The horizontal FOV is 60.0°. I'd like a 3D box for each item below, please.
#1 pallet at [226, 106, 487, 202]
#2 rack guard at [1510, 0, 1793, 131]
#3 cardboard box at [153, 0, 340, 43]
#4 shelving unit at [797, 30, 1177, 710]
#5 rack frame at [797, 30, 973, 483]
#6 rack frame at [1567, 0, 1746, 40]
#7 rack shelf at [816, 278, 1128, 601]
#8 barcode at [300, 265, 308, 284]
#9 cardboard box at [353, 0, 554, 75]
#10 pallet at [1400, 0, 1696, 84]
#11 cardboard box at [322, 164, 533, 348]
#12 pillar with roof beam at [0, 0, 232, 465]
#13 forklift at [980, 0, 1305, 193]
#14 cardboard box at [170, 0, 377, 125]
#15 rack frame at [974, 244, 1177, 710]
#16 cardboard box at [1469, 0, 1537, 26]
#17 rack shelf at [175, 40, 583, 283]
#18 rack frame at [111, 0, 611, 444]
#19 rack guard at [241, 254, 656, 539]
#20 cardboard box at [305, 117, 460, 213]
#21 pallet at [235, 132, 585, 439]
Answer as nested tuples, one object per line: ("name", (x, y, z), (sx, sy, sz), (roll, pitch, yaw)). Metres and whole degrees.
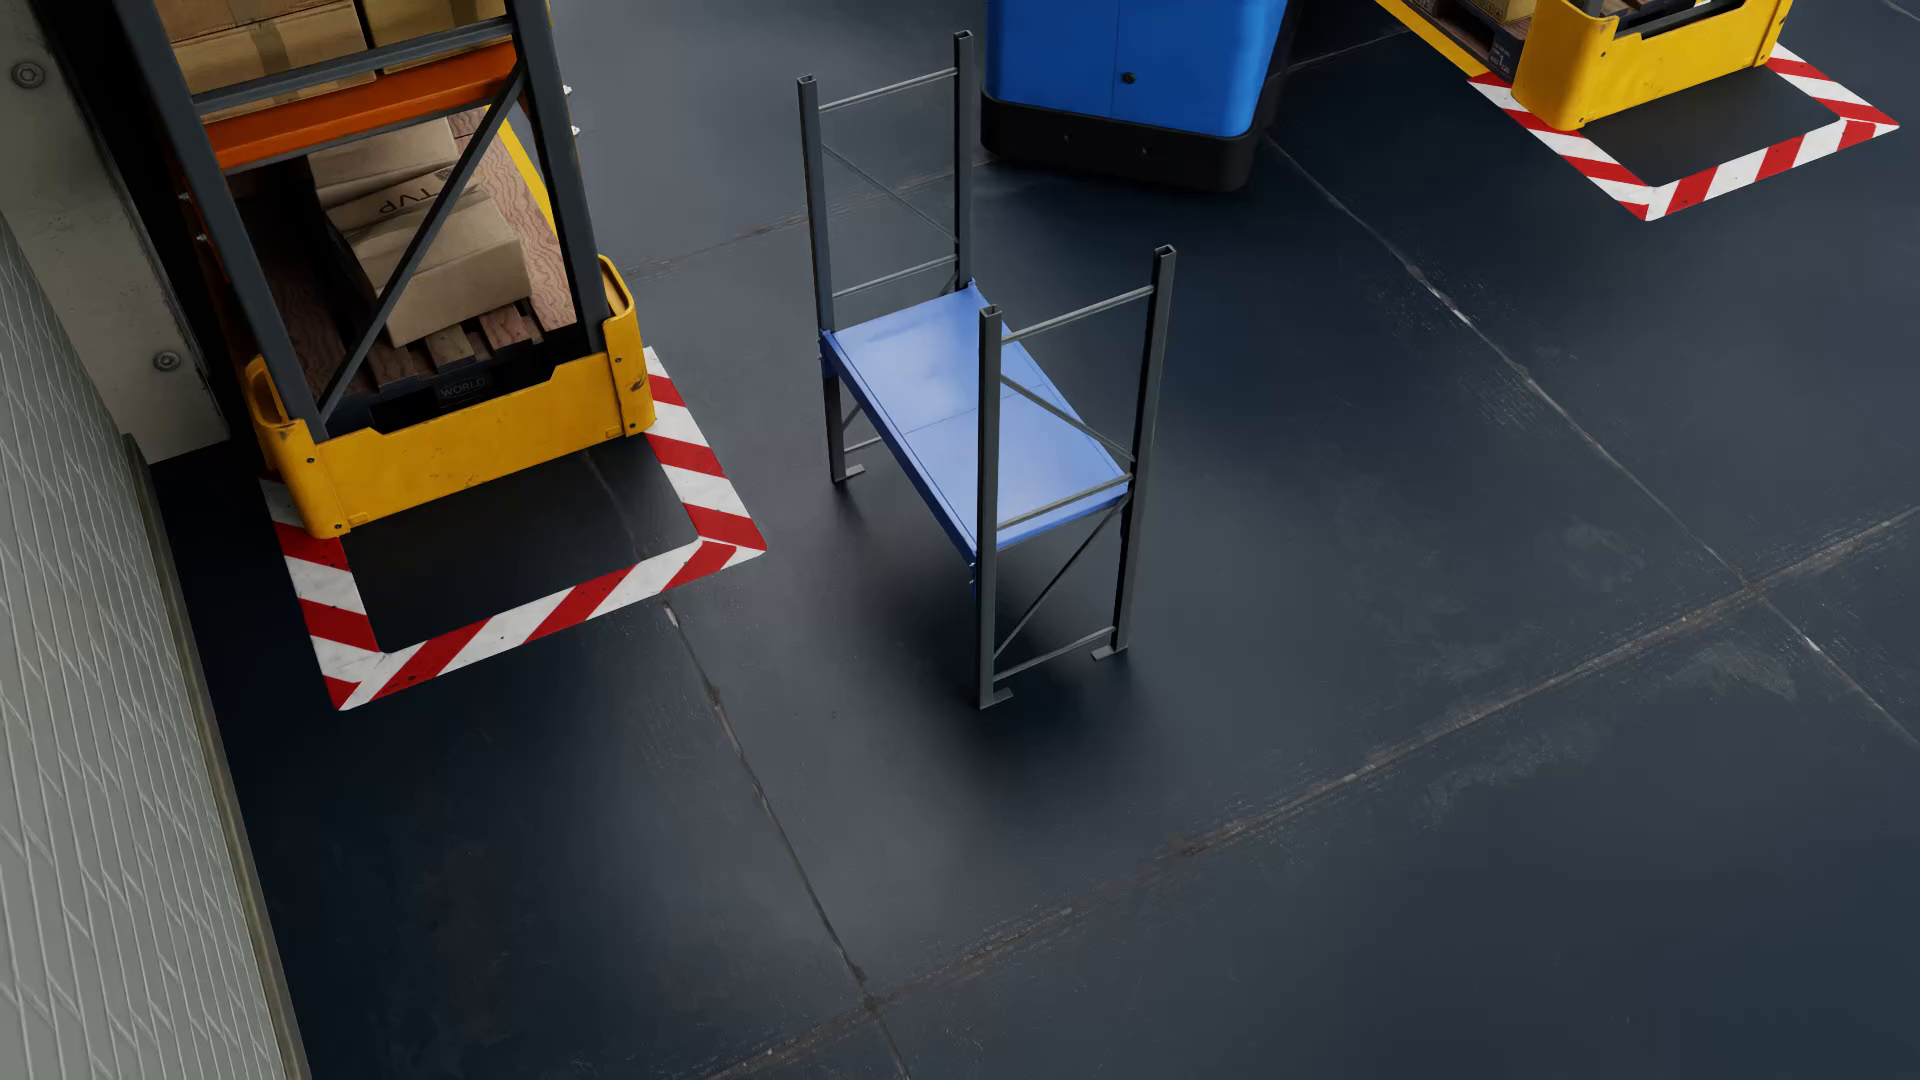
("pallet", (-2.497, -1.742, 6.633), (1.003, 0.211, 1.213), (-21, 52, -18))
("rack guard", (2.847, -2.107, 6.761), (1.175, 0.500, 0.348), (-21, 52, -18))
("cardboard box", (-1.972, -1.684, 4.318), (0.500, 0.500, 0.500), (-22, 52, -18))
("shelving unit", (0.039, -0.437, 4.636), (0.538, 1.500, 1.048), (-21, 52, -18))
("rack frame", (-0.194, -0.777, 4.933), (0.500, 1.500, 0.032), (-21, 52, -18))
("rack frame", (2.836, -2.946, 5.834), (1.000, 3.000, 0.127), (-21, 52, -18))
("rack shelf", (0.039, -0.318, 4.771), (0.538, 0.185, 1.000), (-21, 52, -18))
("barcode", (-2.168, -0.869, 5.505), (0.001, 0.075, 0.075), (-21, 52, -18))
("cardboard box", (-1.508, -1.631, 4.770), (0.500, 0.250, 0.500), (-23, 53, -19))
("pallet", (2.448, -2.526, 7.319), (1.003, 0.211, 1.213), (-21, 52, -18))
("cardboard box", (-1.804, -0.991, 5.618), (0.500, 0.311, 0.500), (-27, 54, -21))
("pillar with roof beam", (1.171, -4.866, 3.528), (9.100, 9.000, 0.400), (-21, 52, -18))
("forklift", (0.979, -3.420, 6.294), (1.130, 2.935, 3.031), (12, 50, 11))
("cardboard box", (-1.954, -1.441, 4.604), (0.500, 0.250, 0.500), (-20, 52, -17))
("rack frame", (0.272, -0.096, 4.338), (0.500, 1.500, 0.032), (-21, 52, -18))
("cardboard box", (2.327, -2.437, 6.936), (0.500, 0.250, 0.500), (-21, 52, -18))
("rack shelf", (-2.483, -2.339, 5.781), (1.077, 0.370, 4.000), (-21, 52, -18))
("rack frame", (-1.567, -1.238, 4.340), (1.000, 3.000, 0.127), (-21, 52, -18))
("rack guard", (-1.602, -0.466, 5.325), (1.175, 0.500, 0.348), (-21, 52, -18))
("cardboard box", (-2.065, -1.373, 5.952), (0.500, 0.311, 0.500), (-17, 51, -15))
("pallet", (-1.942, -0.926, 5.920), (1.003, 0.211, 1.213), (-21, 52, -18))
